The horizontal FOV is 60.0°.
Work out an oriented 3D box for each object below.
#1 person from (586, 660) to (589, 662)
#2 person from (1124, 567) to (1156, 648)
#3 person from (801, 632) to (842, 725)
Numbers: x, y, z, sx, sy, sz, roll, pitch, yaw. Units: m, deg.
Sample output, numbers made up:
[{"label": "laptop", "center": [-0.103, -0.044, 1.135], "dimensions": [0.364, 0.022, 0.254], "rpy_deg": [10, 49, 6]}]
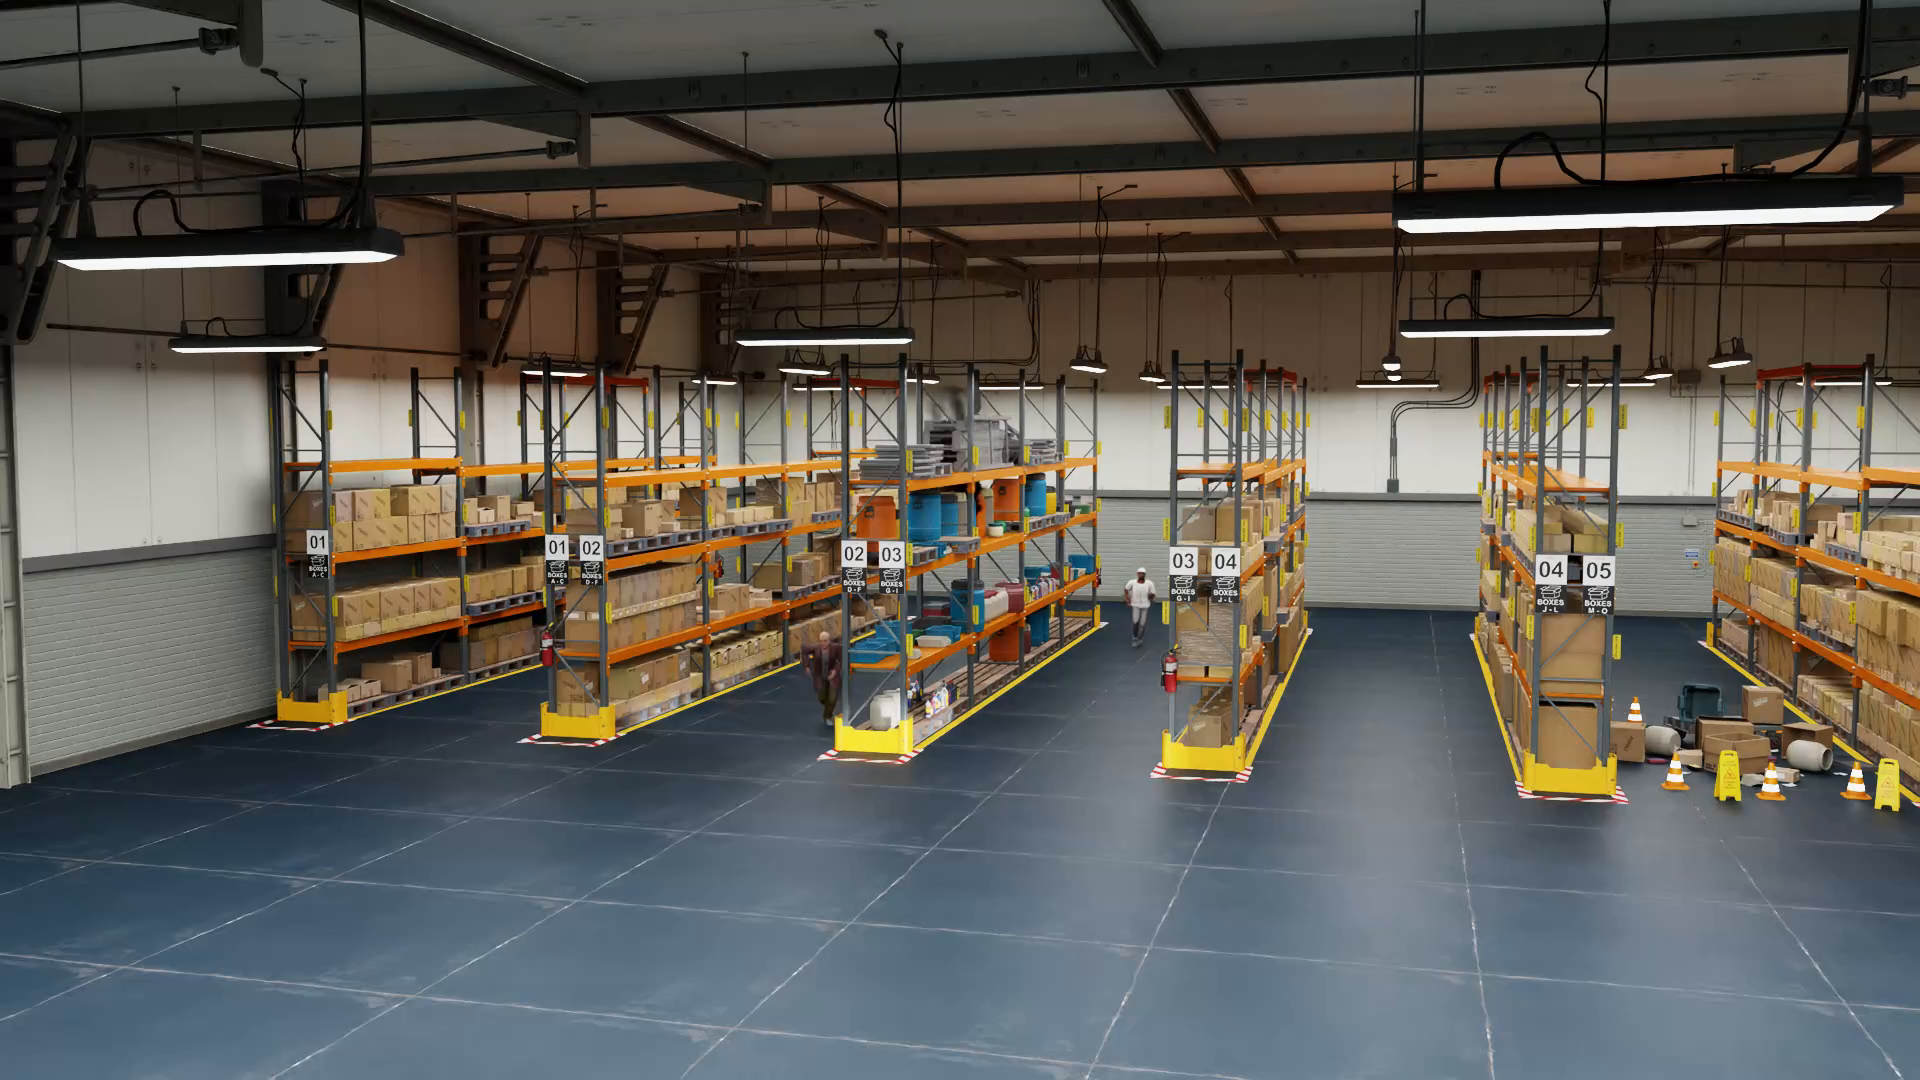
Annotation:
[{"label": "person", "center": [-6.817, 1.987, 31.156], "dimensions": [0.603, 1.626, 1.003], "rpy_deg": [0, 4, 5]}, {"label": "person", "center": [3.975, 1.498, 36.644], "dimensions": [0.672, 1.802, 0.736], "rpy_deg": [0, 4, 1]}, {"label": "person", "center": [-2.238, 2.260, 27.248], "dimensions": [0.734, 1.590, 0.888], "rpy_deg": [0, 4, -1]}]
